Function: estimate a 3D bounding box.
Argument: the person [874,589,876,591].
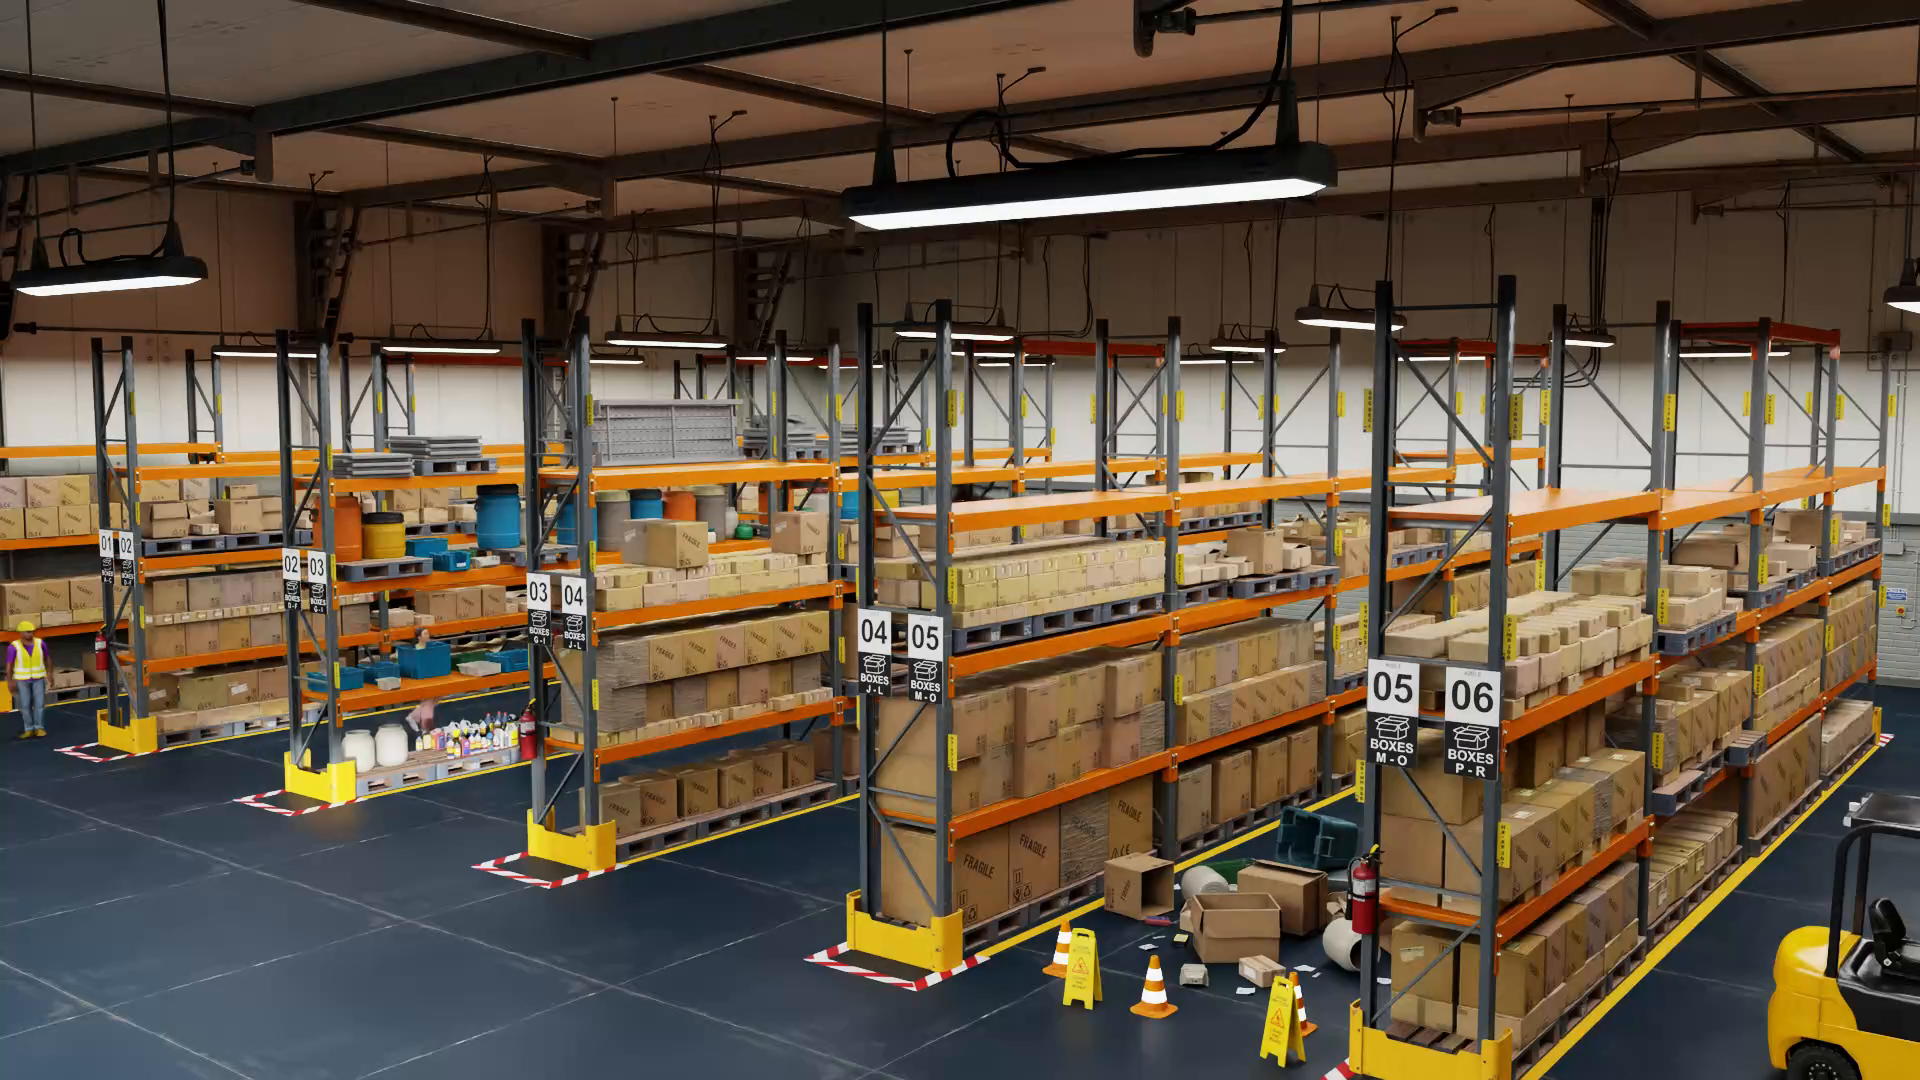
[{"bbox_3d":[-1.598,1.467,32.465,1.042,1.724,0.530,-4,7,-41],"label":"person"}]

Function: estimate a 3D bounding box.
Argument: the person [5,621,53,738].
[{"bbox_3d":[-14.034,2.099,25.091,0.616,1.765,0.377,-4,6,-35],"label":"person"}]

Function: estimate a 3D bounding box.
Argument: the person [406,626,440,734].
[{"bbox_3d":[-8.142,2.130,25.199,0.524,1.661,0.443,-2,5,-18],"label":"person"}]
